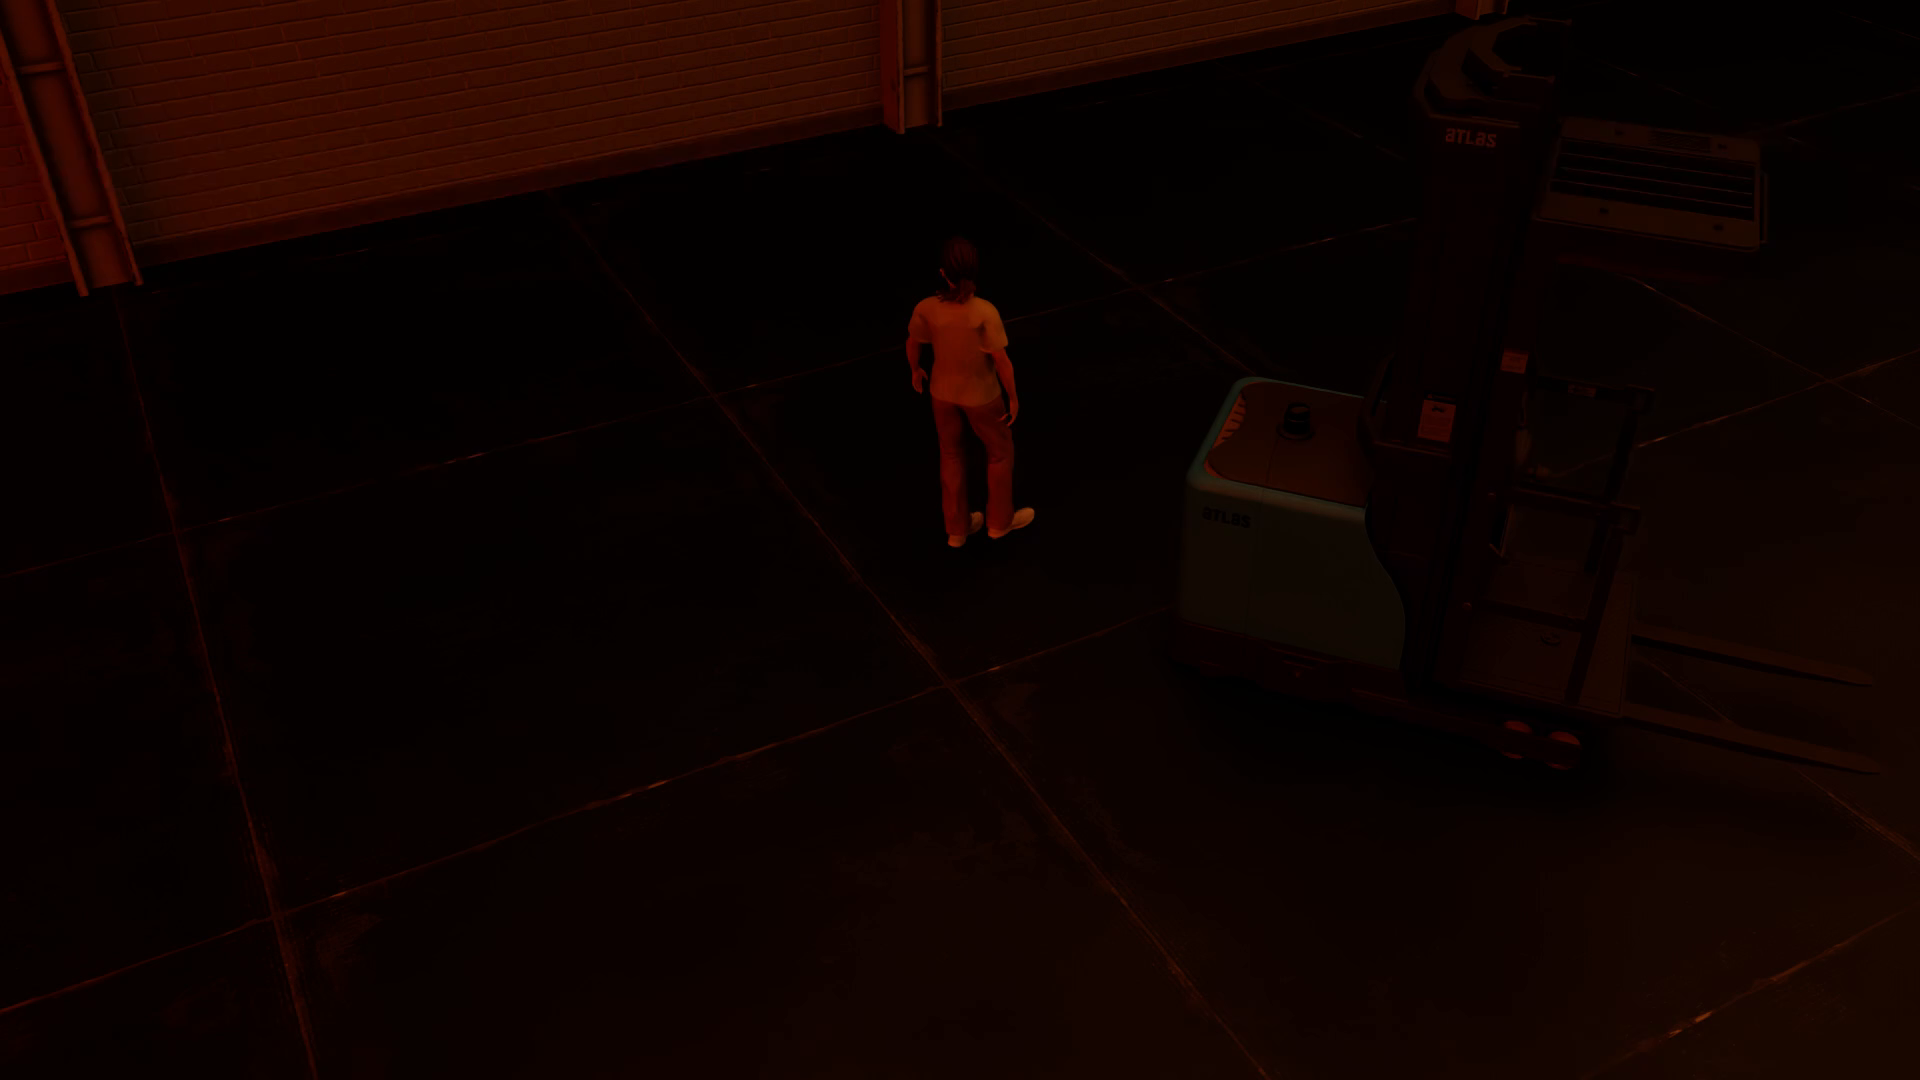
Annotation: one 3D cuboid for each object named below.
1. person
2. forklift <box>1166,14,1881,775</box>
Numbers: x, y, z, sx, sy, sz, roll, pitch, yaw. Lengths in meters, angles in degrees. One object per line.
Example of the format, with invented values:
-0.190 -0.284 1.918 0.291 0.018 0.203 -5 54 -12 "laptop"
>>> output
0.041 -0.734 8.268 0.630 1.663 0.432 10 36 14 "person"
2.538 -0.546 6.895 3.031 2.935 1.130 13 37 17 "forklift"
